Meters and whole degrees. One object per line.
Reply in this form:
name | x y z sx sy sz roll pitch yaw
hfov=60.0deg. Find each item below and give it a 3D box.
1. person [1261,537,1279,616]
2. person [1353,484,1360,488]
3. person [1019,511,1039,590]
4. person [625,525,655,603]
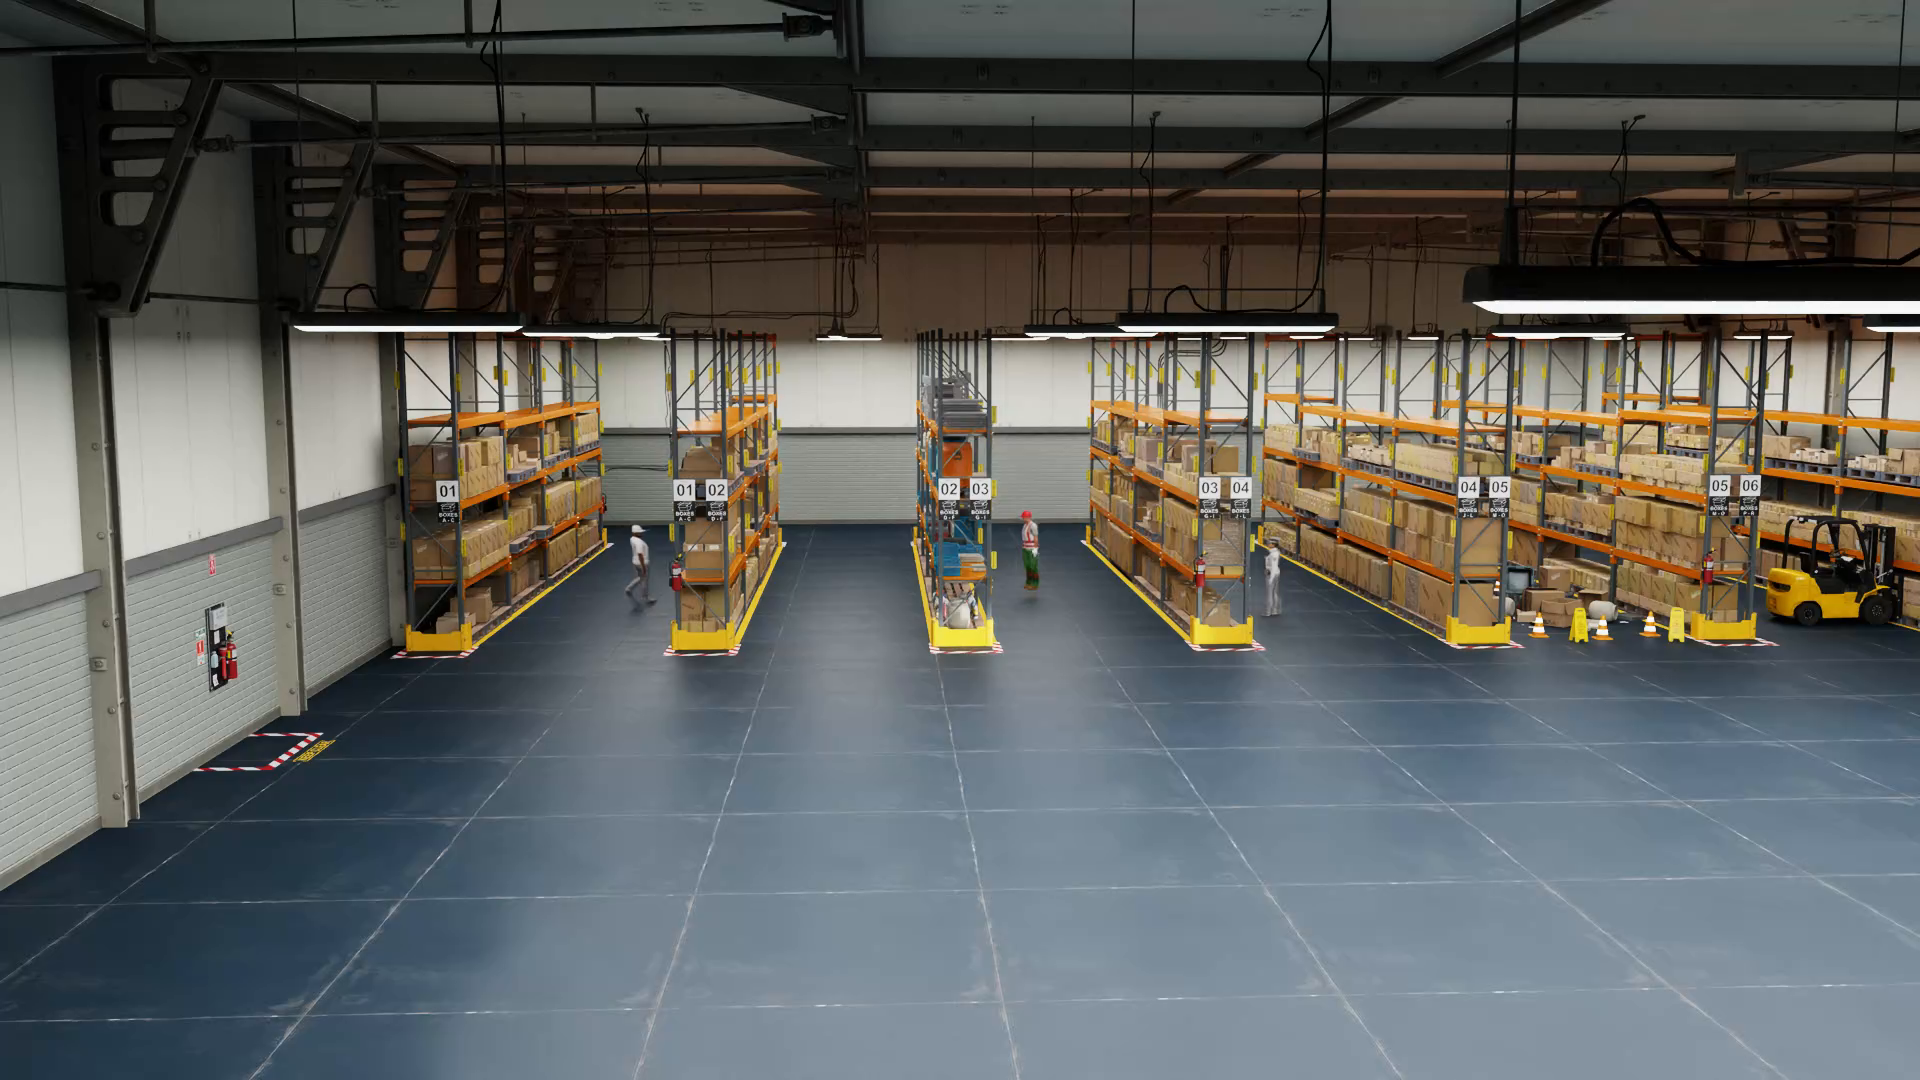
person | 6.555 0.769 35.102 0.360 1.695 0.487 3 7 22
person | 11.127 -0.692 47.002 0.504 1.785 0.632 0 7 3
person | 1.585 0.233 37.781 0.385 1.796 0.551 -5 8 -37
person | -7.071 0.528 36.798 0.683 1.749 0.606 -4 8 -29
